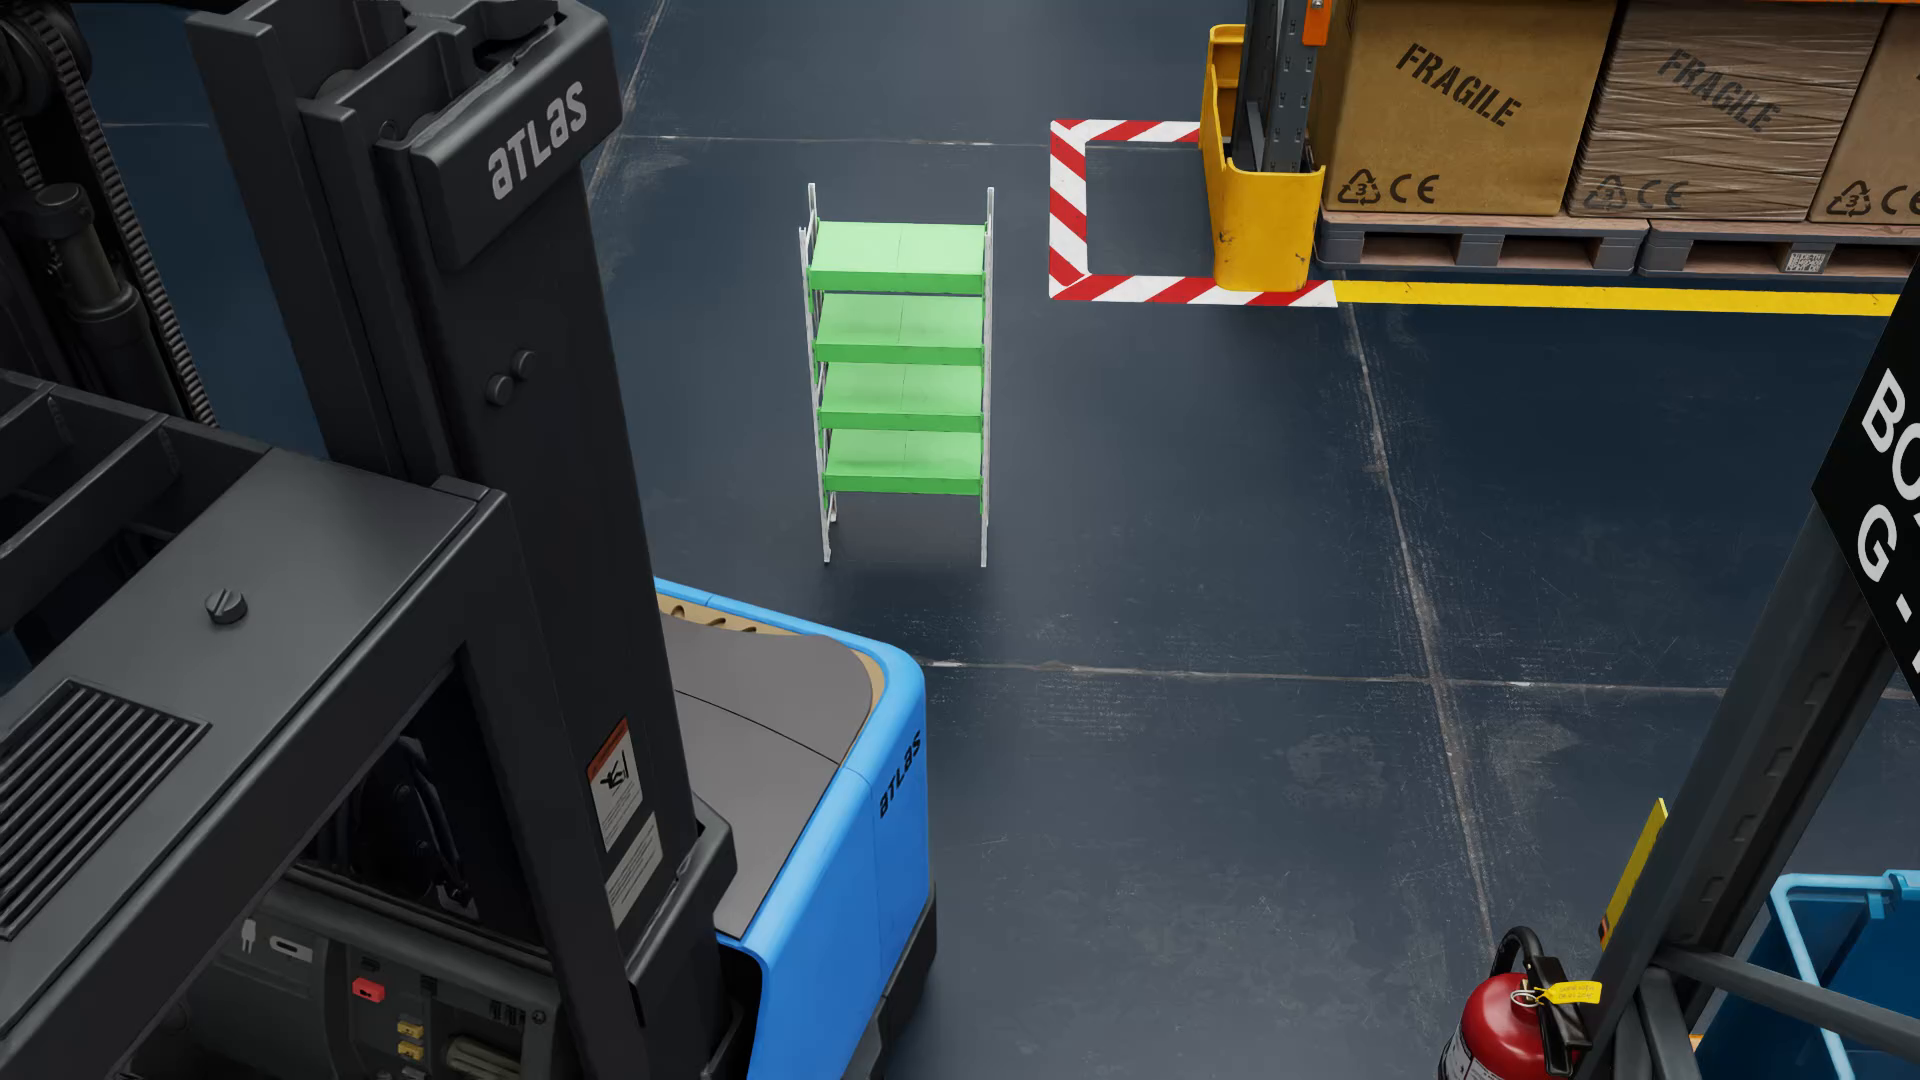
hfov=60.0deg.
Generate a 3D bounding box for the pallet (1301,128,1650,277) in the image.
[{"bbox_3d":[1.987,-1.437,6.638,1.213,0.211,1.003,2,43,2],"label":"pallet"}]

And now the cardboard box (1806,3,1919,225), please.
[{"bbox_3d":[3.625,-1.784,6.215,0.875,0.875,0.875,2,43,2],"label":"cardboard box"}]

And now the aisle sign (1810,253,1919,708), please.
[{"bbox_3d":[0.902,-0.209,1.366,0.004,0.787,0.394,2,43,2],"label":"aisle sign"}]

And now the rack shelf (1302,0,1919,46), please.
[{"bbox_3d":[3.182,-2.104,5.836,4.000,0.370,1.077,2,43,2],"label":"rack shelf"}]

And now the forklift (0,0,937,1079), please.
[{"bbox_3d":[-1.064,0.764,2.279,1.130,2.935,3.031,15,45,15],"label":"forklift"}]

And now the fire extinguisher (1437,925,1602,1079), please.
[{"bbox_3d":[0.831,0.795,2.526,0.183,0.674,0.296,2,43,2],"label":"fire extinguisher"}]

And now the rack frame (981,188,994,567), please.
[{"bbox_3d":[0.078,-0.437,4.838,0.015,1.200,0.240,2,43,2],"label":"rack frame"}]

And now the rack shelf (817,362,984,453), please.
[{"bbox_3d":[-0.165,-0.397,4.890,0.480,0.148,0.258,2,43,2],"label":"rack shelf"}]

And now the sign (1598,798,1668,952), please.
[{"bbox_3d":[0.970,0.509,2.383,0.005,0.325,0.100,2,43,2],"label":"sign"}]

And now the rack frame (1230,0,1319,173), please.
[{"bbox_3d":[1.184,-2.428,5.656,0.127,3.000,1.000,2,43,2],"label":"rack frame"}]

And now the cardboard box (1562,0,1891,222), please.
[{"bbox_3d":[2.736,-1.812,6.245,0.875,0.875,0.875,2,43,2],"label":"cardboard box"}]

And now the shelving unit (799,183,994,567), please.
[{"bbox_3d":[-0.165,-0.444,4.846,0.503,1.200,0.258,2,43,2],"label":"shelving unit"}]

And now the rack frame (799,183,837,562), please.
[{"bbox_3d":[-0.409,-0.452,4.855,0.015,1.200,0.240,2,43,2],"label":"rack frame"}]

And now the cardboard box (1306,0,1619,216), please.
[{"bbox_3d":[1.827,-1.840,6.275,0.875,0.875,0.875,2,43,2],"label":"cardboard box"}]

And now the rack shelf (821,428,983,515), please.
[{"bbox_3d":[-0.165,-0.222,5.054,0.480,0.148,0.258,2,43,2],"label":"rack shelf"}]

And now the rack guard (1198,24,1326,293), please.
[{"bbox_3d":[1.160,-1.515,6.509,0.348,0.500,1.175,2,43,2],"label":"rack guard"}]

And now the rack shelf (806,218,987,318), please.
[{"bbox_3d":[-0.165,-0.749,4.563,0.480,0.148,0.258,2,43,2],"label":"rack shelf"}]

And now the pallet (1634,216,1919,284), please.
[{"bbox_3d":[3.202,-1.398,6.595,1.213,0.211,1.003,2,43,2],"label":"pallet"}]

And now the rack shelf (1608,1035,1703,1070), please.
[{"bbox_3d":[2.959,1.269,2.215,4.000,0.370,1.077,2,43,2],"label":"rack shelf"}]

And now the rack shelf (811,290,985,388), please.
[{"bbox_3d":[-0.165,-0.573,4.726,0.480,0.148,0.258,2,43,2],"label":"rack shelf"}]

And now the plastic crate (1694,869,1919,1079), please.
[{"bbox_3d":[1.304,0.792,2.129,0.499,0.435,0.616,2,43,2],"label":"plastic crate"}]
